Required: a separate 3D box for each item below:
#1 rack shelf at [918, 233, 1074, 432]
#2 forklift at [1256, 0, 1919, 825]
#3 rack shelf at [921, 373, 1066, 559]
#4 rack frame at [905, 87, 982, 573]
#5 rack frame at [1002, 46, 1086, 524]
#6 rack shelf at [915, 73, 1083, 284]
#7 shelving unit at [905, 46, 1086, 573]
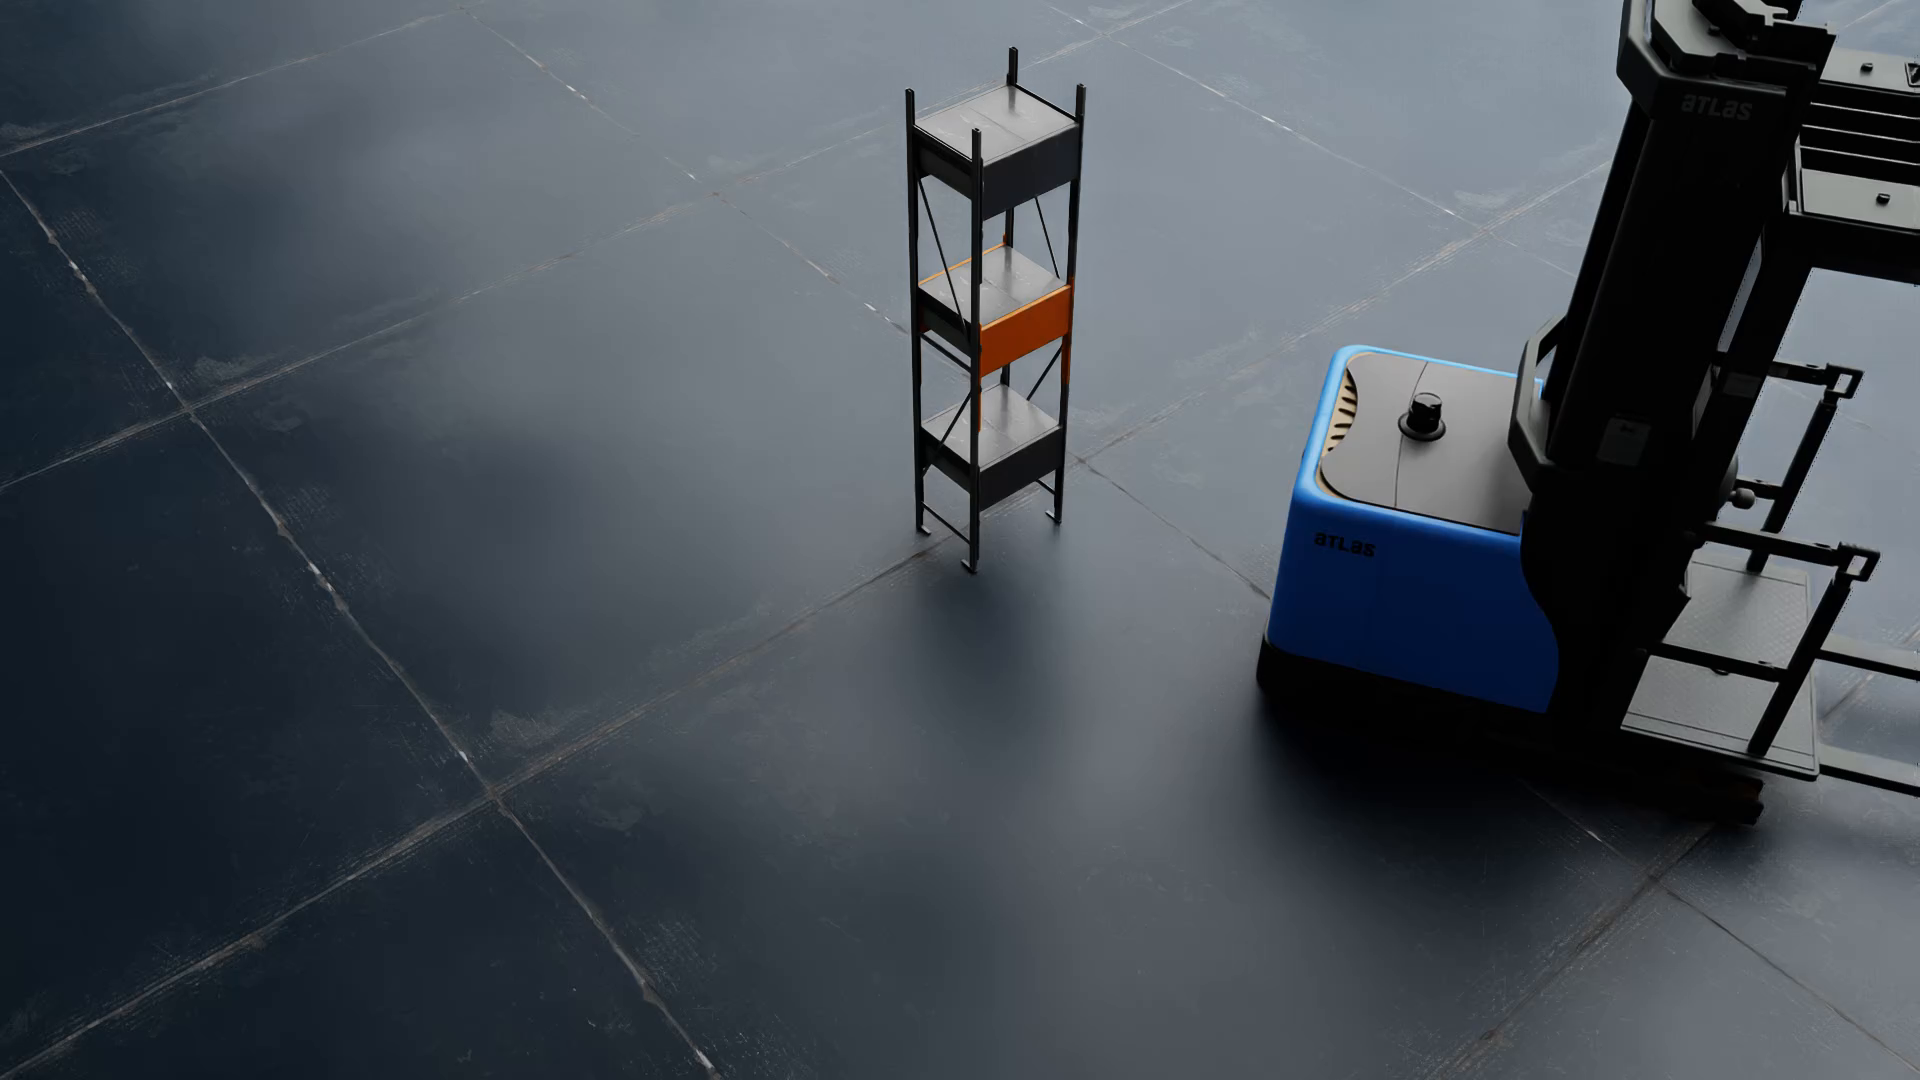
[{"bbox_3d":[0.127,-0.828,6.618,0.480,0.518,0.431,-30,51,-28],"label":"rack shelf"},{"bbox_3d":[2.744,-0.432,5.569,3.031,2.935,1.130,13,45,14],"label":"forklift"},{"bbox_3d":[0.127,-0.318,7.097,0.480,0.518,0.431,-30,51,-28],"label":"rack shelf"},{"bbox_3d":[-0.060,-0.731,6.494,0.015,2.100,0.400,-30,51,-28],"label":"rack frame"},{"bbox_3d":[0.314,-0.945,6.723,0.015,2.100,0.400,-30,51,-28],"label":"rack frame"},{"bbox_3d":[0.127,-1.338,6.139,0.480,0.518,0.431,-30,51,-28],"label":"rack shelf"},{"bbox_3d":[0.127,-0.838,6.609,0.503,2.100,0.431,-30,51,-28],"label":"shelving unit"}]
